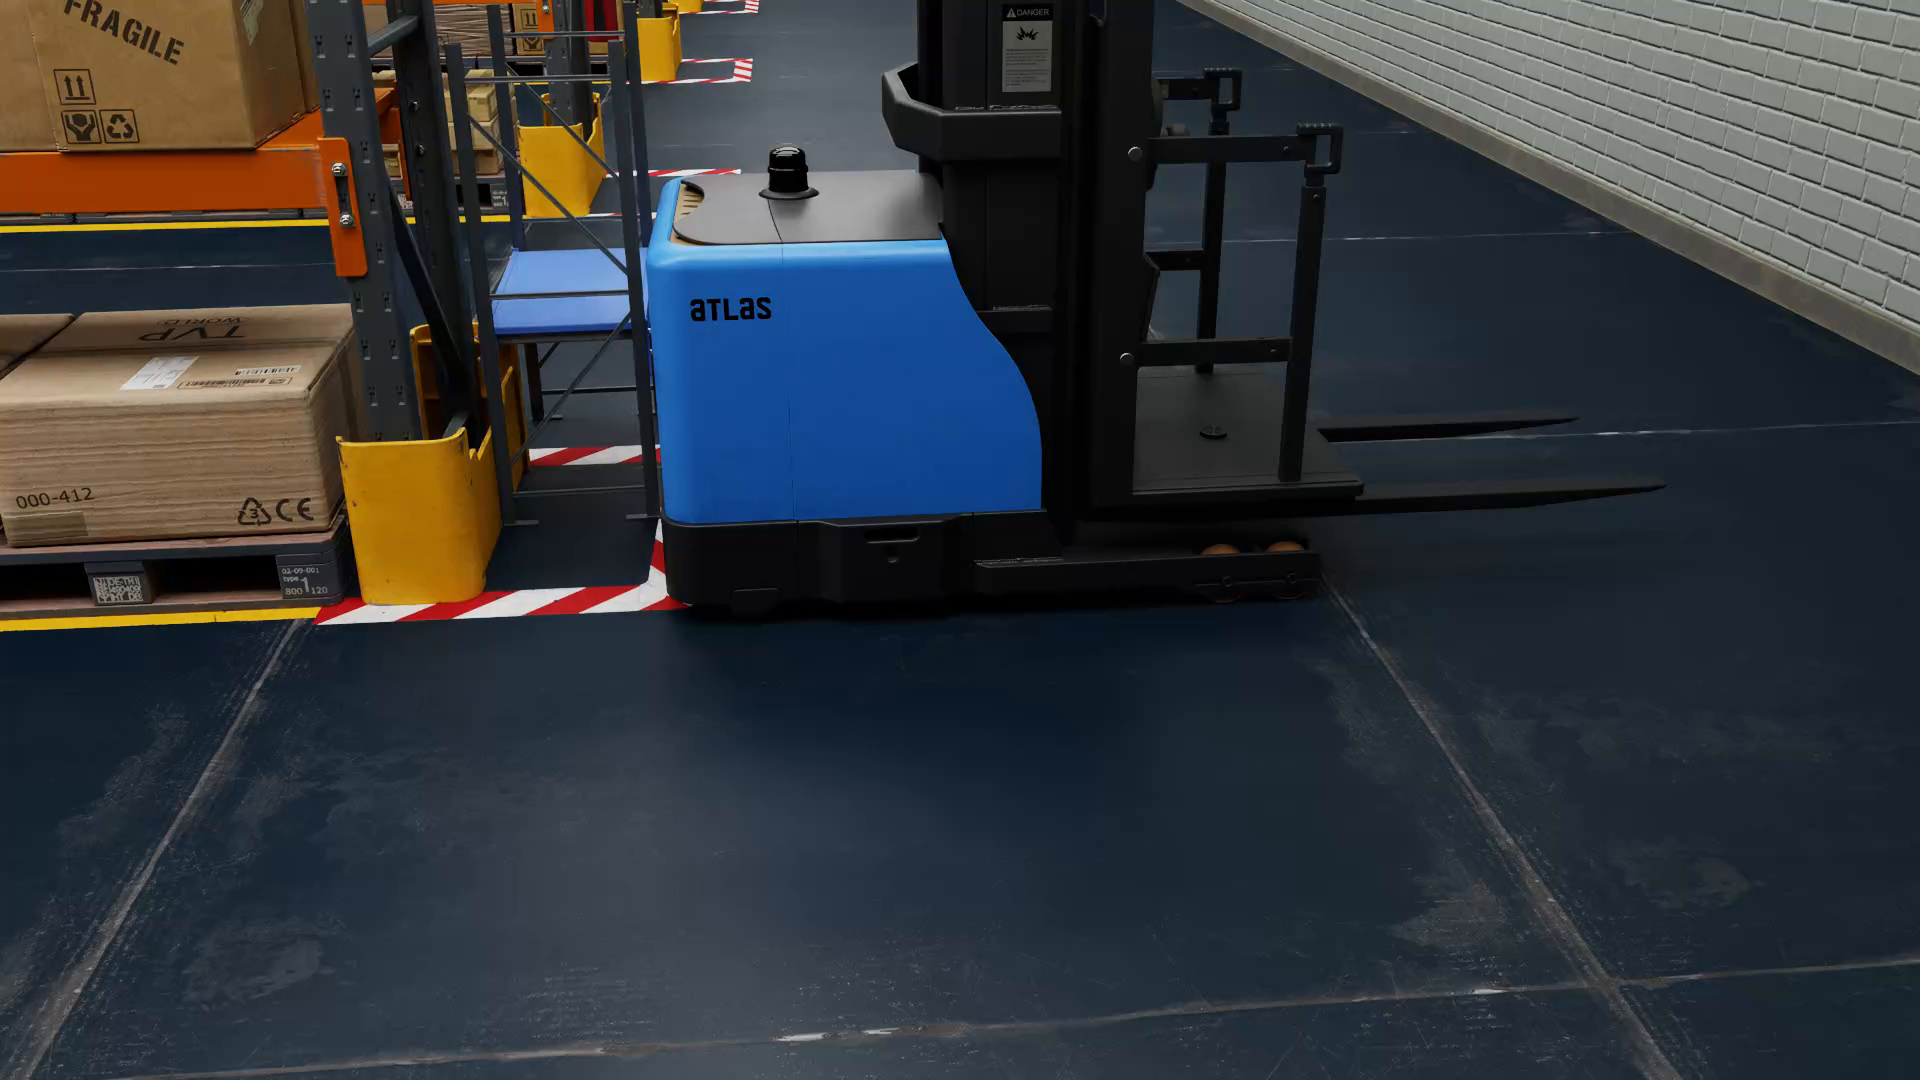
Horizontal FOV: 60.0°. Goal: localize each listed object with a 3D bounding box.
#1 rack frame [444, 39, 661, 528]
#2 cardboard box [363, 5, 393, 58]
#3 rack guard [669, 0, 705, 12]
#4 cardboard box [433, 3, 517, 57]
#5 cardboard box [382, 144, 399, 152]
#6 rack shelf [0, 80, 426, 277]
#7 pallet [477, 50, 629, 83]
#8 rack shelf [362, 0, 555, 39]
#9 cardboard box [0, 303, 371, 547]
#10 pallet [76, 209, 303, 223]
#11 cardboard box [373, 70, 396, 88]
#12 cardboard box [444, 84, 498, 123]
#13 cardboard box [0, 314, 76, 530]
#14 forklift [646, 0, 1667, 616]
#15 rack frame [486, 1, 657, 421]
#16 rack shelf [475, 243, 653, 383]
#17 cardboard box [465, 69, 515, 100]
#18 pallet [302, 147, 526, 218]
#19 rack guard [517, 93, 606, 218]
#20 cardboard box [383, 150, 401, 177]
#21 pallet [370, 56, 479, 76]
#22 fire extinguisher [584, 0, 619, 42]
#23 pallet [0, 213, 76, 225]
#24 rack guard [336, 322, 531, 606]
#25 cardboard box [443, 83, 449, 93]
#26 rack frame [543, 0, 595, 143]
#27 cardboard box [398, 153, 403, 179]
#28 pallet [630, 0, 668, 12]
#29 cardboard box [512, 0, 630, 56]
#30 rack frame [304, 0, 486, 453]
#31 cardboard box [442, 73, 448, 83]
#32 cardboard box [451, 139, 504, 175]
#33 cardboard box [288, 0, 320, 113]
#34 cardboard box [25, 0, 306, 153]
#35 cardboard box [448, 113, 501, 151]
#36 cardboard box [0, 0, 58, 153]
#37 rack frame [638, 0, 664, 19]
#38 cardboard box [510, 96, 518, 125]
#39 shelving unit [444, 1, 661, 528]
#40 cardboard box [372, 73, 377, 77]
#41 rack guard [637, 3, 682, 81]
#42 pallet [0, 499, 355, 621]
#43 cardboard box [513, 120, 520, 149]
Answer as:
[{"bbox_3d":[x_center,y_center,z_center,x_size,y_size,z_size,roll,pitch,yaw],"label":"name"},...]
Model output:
[{"bbox_3d":[-1.223,-0.746,5.081,0.500,1.500,0.032,-3,24,-7],"label":"rack frame"},{"bbox_3d":[-5.049,-4.516,13.816,0.875,0.875,0.875,-2,24,-5],"label":"cardboard box"},{"bbox_3d":[-3.093,-6.291,18.787,0.348,0.500,1.175,-2,24,-5],"label":"rack guard"},{"bbox_3d":[-4.164,-4.551,13.896,0.875,0.875,0.875,-2,24,-5],"label":"cardboard box"},{"bbox_3d":[-3.256,-2.283,9.320,0.250,0.149,0.380,-3,24,-7],"label":"cardboard box"},{"bbox_3d":[-3.645,-1.010,4.716,4.000,0.370,1.077,-2,24,-5],"label":"rack shelf"},{"bbox_3d":[-3.417,-4.087,14.185,1.213,0.211,1.003,-2,24,-5],"label":"pallet"},{"bbox_3d":[-4.232,-3.007,9.208,4.000,0.370,1.077,-2,24,-5],"label":"rack shelf"},{"bbox_3d":[-2.302,-0.373,5.034,0.875,0.438,0.875,-3,24,-7],"label":"cardboard box"},{"bbox_3d":[-4.341,-2.073,9.654,1.213,0.211,1.003,-2,24,-5],"label":"pallet"},{"bbox_3d":[-3.323,-2.675,9.836,0.250,0.149,0.380,-2,24,-5],"label":"cardboard box"},{"bbox_3d":[-2.744,-2.453,9.337,0.250,0.149,0.380,-2,24,-5],"label":"cardboard box"},{"bbox_3d":[-3.212,-0.333,4.945,0.875,0.438,0.875,-2,24,-4],"label":"cardboard box"},{"bbox_3d":[0.620,-1.368,4.719,3.031,2.935,1.130,-3,24,-6],"label":"forklift"},{"bbox_3d":[-1.365,-1.155,6.001,0.500,1.500,0.032,-3,24,-7],"label":"rack frame"},{"bbox_3d":[-1.294,-0.786,5.614,0.538,0.185,1.000,-3,24,-7],"label":"rack shelf"},{"bbox_3d":[-2.797,-2.693,9.877,0.250,0.149,0.380,-3,24,-8],"label":"cardboard box"},{"bbox_3d":[-3.130,-2.120,9.761,1.213,0.211,1.003,-2,24,-5],"label":"pallet"},{"bbox_3d":[-2.318,-2.271,9.743,0.348,0.500,1.175,-2,24,-5],"label":"rack guard"},{"bbox_3d":[-3.263,-2.173,9.438,0.250,0.149,0.380,-2,24,-5],"label":"cardboard box"},{"bbox_3d":[-4.628,-4.039,14.078,1.213,0.211,1.003,-2,24,-5],"label":"pallet"},{"bbox_3d":[-1.946,-3.034,8.936,0.183,0.674,0.296,-2,24,-5],"label":"fire extinguisher"},{"bbox_3d":[-5.558,-2.023,9.541,1.213,0.211,1.003,-2,24,-5],"label":"pallet"},{"bbox_3d":[-1.631,-0.278,5.259,0.348,0.500,1.175,-2,24,-5],"label":"rack guard"},{"bbox_3d":[-3.000,-2.466,9.366,0.250,0.149,0.380,-2,24,-4],"label":"cardboard box"},{"bbox_3d":[-2.242,-3.416,9.242,0.127,3.000,1.000,-2,24,-5],"label":"rack frame"},{"bbox_3d":[-2.991,-2.148,9.383,0.250,0.149,0.380,-2,24,-4],"label":"cardboard box"},{"bbox_3d":[-3.940,-6.135,18.793,1.213,0.211,1.003,-2,24,-5],"label":"pallet"},{"bbox_3d":[-3.258,-4.588,13.977,0.875,0.875,0.875,-2,24,-5],"label":"cardboard box"},{"bbox_3d":[-1.655,-1.419,4.749,0.127,3.000,1.000,-2,24,-5],"label":"rack frame"},{"bbox_3d":[-3.059,-2.634,9.743,0.250,0.149,0.380,-2,24,-4],"label":"cardboard box"},{"bbox_3d":[-2.745,-2.200,9.499,0.250,0.149,0.380,-2,24,-4],"label":"cardboard box"},{"bbox_3d":[-2.161,-1.562,4.947,0.500,0.500,0.500,-2,24,-6],"label":"cardboard box"},{"bbox_3d":[-2.109,-1.338,4.445,0.500,0.500,0.500,-2,24,-5],"label":"cardboard box"},{"bbox_3d":[-2.739,-2.304,9.368,0.250,0.149,0.380,-3,24,-7],"label":"cardboard box"},{"bbox_3d":[-2.610,-1.325,4.414,0.500,0.500,0.500,-3,24,-6],"label":"cardboard box"},{"bbox_3d":[-2.629,-5.425,13.761,0.127,3.000,1.000,-2,24,-5],"label":"rack frame"},{"bbox_3d":[-2.789,-2.524,9.862,0.250,0.149,0.380,-1,24,-3],"label":"cardboard box"},{"bbox_3d":[-1.294,-0.950,5.541,0.538,1.500,1.048,-3,24,-7],"label":"shelving unit"},{"bbox_3d":[-3.561,-2.632,9.739,0.250,0.149,0.380,-3,24,-8],"label":"cardboard box"},{"bbox_3d":[-2.605,-4.283,14.271,0.348,0.500,1.175,-2,24,-5],"label":"rack guard"},{"bbox_3d":[-2.443,-0.081,5.173,1.213,0.211,1.003,-2,24,-5],"label":"pallet"},{"bbox_3d":[-2.795,-2.413,9.980,0.250,0.149,0.380,-2,24,-4],"label":"cardboard box"}]
